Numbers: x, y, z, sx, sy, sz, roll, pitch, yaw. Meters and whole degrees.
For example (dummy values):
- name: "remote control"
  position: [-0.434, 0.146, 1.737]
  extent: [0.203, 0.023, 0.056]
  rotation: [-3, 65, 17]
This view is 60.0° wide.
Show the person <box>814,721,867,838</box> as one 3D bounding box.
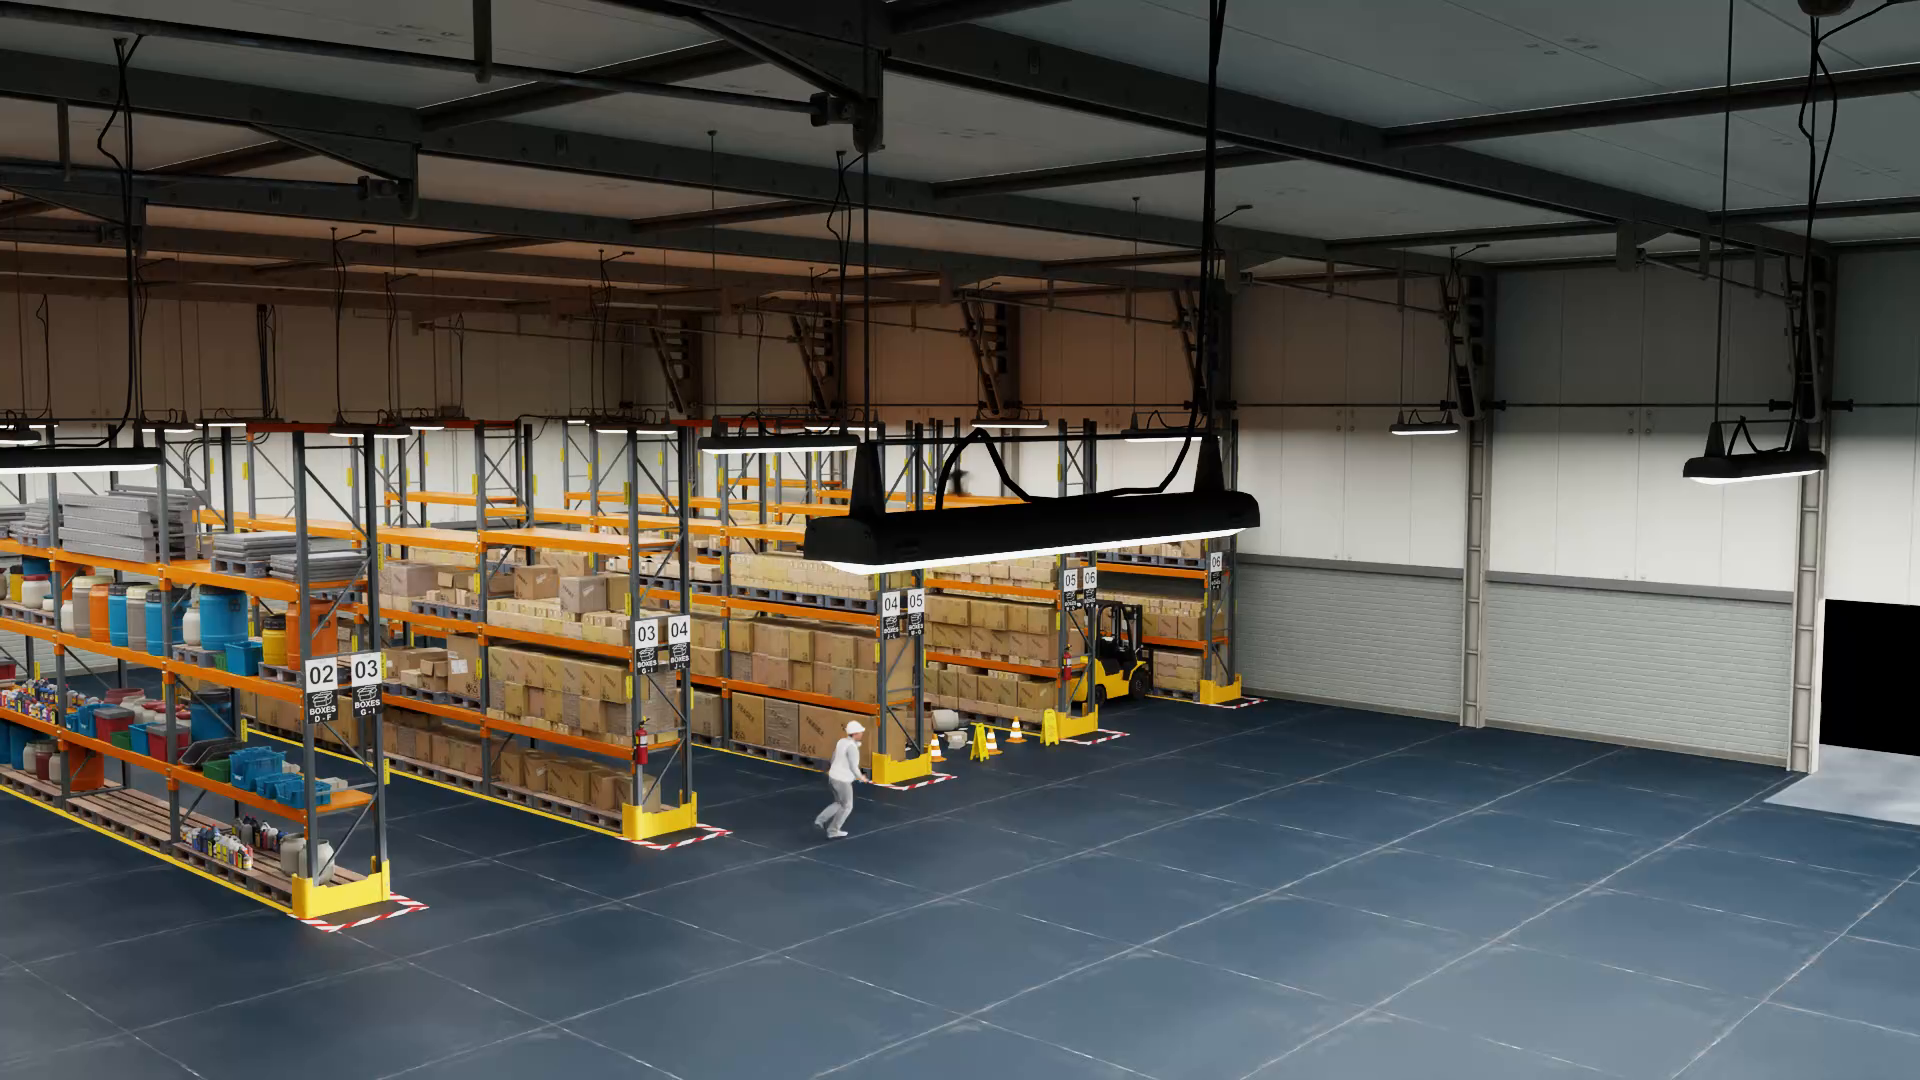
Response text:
- name: "person"
  position: [-1.743, 3.497, 24.309]
  extent: [0.751, 1.693, 0.635]
  rotation: [-2, 5, -24]
